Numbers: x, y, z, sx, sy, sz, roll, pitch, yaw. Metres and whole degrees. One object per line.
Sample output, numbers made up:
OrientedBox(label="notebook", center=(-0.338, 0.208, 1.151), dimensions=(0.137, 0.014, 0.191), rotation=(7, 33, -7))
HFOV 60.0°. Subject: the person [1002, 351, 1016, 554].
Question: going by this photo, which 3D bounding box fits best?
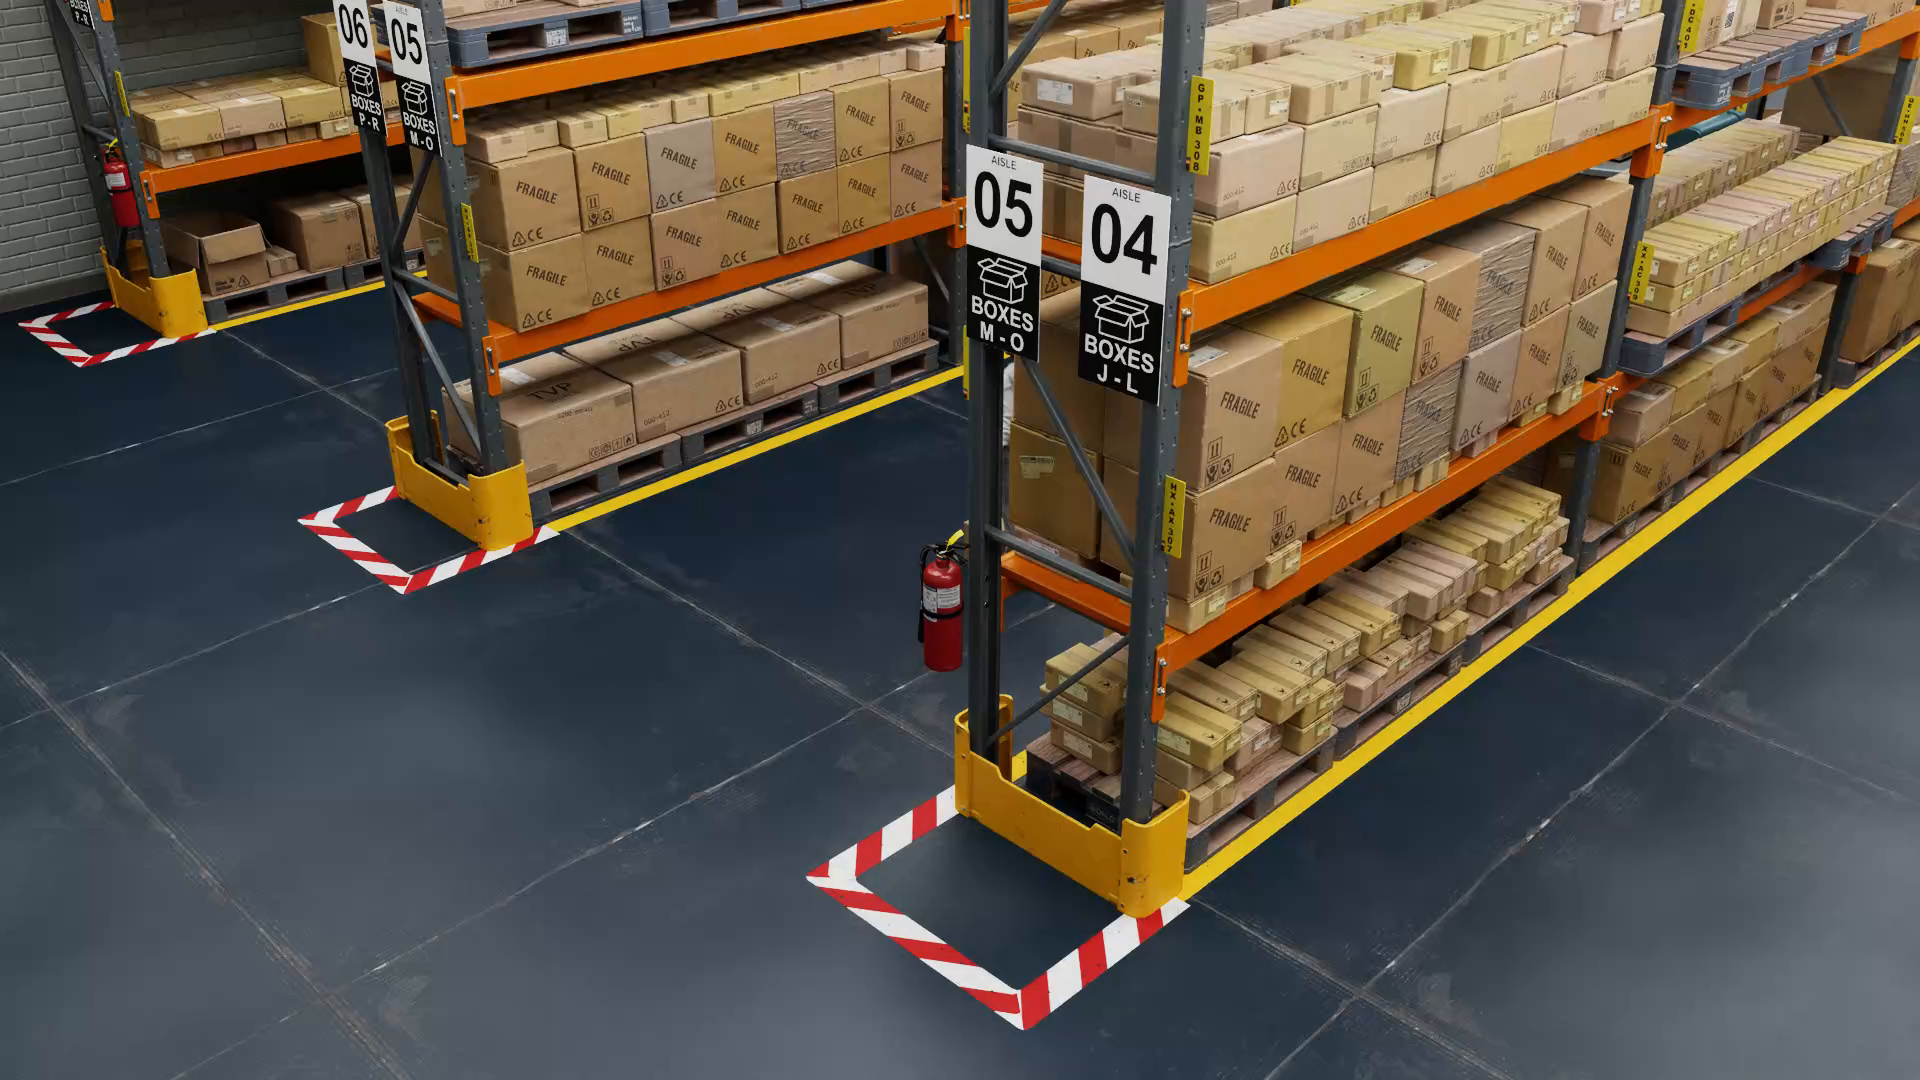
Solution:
OrientedBox(label="person", center=(0.369, -0.518, 9.602), dimensions=(0.366, 1.591, 0.470), rotation=(24, 37, 38))
